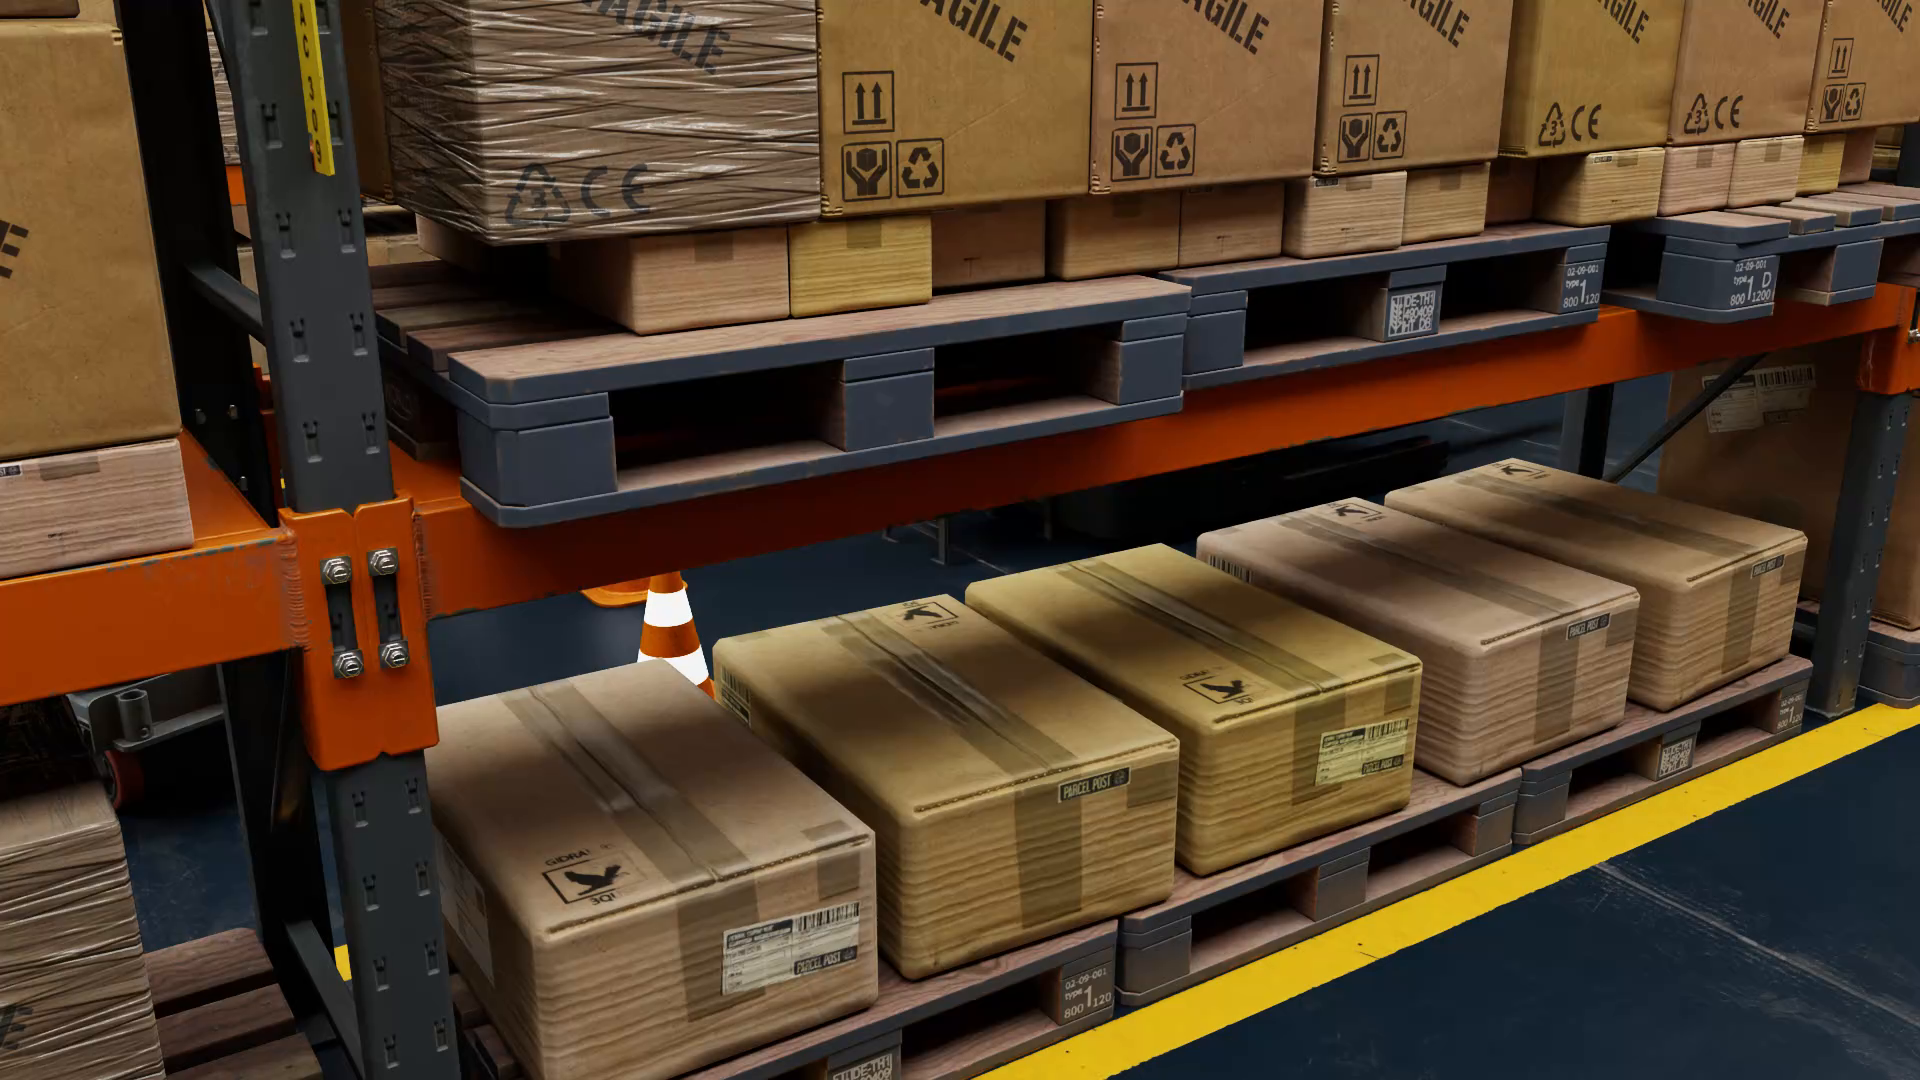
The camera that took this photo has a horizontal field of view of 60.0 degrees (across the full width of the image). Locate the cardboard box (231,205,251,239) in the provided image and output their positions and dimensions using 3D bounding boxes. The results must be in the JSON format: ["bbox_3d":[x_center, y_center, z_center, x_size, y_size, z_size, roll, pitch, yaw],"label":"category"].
[{"bbox_3d":[-5.147,-2.299,11.579,0.500,0.500,0.700,-14,23,-36],"label":"cardboard box"}]

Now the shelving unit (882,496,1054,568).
[{"bbox_3d":[0.027,-0.994,5.907,0.503,2.100,0.431,-13,23,-34],"label":"shelving unit"}]

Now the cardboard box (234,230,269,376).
[{"bbox_3d":[-3.435,-0.917,7.131,0.750,0.750,1.050,-12,22,-32],"label":"cardboard box"}]

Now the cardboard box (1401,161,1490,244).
[{"bbox_3d":[0.849,-0.714,3.410,0.250,0.149,0.380,-13,22,-33],"label":"cardboard box"}]

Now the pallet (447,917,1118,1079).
[{"bbox_3d":[-0.447,0.839,3.433,1.213,0.211,1.003,-12,22,-31],"label":"pallet"}]

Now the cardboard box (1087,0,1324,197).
[{"bbox_3d":[0.291,-0.909,2.975,0.500,0.500,0.500,-12,22,-32],"label":"cardboard box"}]

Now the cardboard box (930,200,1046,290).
[{"bbox_3d":[-0.054,-0.549,2.922,0.250,0.149,0.380,-10,21,-28],"label":"cardboard box"}]

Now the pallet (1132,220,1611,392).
[{"bbox_3d":[0.613,-0.598,3.631,1.213,0.211,1.003,-12,22,-31],"label":"pallet"}]

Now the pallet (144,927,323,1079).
[{"bbox_3d":[-1.638,1.104,2.649,1.213,0.211,1.003,-12,22,-31],"label":"pallet"}]

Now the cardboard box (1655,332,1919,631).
[{"bbox_3d":[2.866,-0.341,5.231,0.875,0.875,0.875,-12,22,-32],"label":"cardboard box"}]

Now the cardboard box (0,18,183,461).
[{"bbox_3d":[-1.331,-0.388,2.088,0.500,0.500,0.500,-13,22,-33],"label":"cardboard box"}]

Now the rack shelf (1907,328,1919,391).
[{"bbox_3d":[3.914,-1.060,5.821,4.000,0.370,1.077,-12,22,-31],"label":"rack shelf"}]

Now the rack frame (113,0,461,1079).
[{"bbox_3d":[-1.097,-0.344,2.580,0.127,3.000,1.000,-12,22,-31],"label":"rack frame"}]

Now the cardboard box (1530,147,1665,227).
[{"bbox_3d":[1.293,-0.791,3.637,0.250,0.149,0.380,-11,22,-30],"label":"cardboard box"}]

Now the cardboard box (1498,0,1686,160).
[{"bbox_3d":[1.170,-1.099,3.534,0.500,0.500,0.500,-14,23,-35],"label":"cardboard box"}]

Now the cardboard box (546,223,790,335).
[{"bbox_3d":[-0.462,-0.437,2.591,0.250,0.149,0.380,-12,22,-31],"label":"cardboard box"}]

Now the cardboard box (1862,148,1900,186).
[{"bbox_3d":[2.791,-0.997,4.744,0.500,0.250,0.500,-12,22,-32],"label":"cardboard box"}]

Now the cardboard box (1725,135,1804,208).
[{"bbox_3d":[1.730,-0.885,3.916,0.250,0.149,0.380,-12,22,-32],"label":"cardboard box"}]

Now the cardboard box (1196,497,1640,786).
[{"bbox_3d":[1.155,0.226,4.340,0.625,0.372,0.950,-12,22,-32],"label":"cardboard box"}]

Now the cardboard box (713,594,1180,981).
[{"bbox_3d":[-0.062,0.481,3.586,0.625,0.372,0.950,-10,21,-28],"label":"cardboard box"}]

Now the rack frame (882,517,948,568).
[{"bbox_3d":[-0.168,-0.947,5.768,0.015,2.100,0.400,-13,23,-34],"label":"rack frame"}]

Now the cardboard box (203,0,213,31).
[{"bbox_3d":[-3.064,-2.352,6.801,0.500,0.500,0.700,-12,22,-32],"label":"cardboard box"}]

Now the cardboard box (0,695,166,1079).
[{"bbox_3d":[-1.443,0.580,2.312,0.500,0.500,0.500,-12,22,-32],"label":"cardboard box"}]

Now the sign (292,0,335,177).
[{"bbox_3d":[-0.792,-0.611,2.016,0.005,0.325,0.100,-12,22,-31],"label":"sign"}]

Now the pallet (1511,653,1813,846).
[{"bbox_3d":[1.590,0.409,4.705,1.213,0.211,1.003,-12,22,-31],"label":"pallet"}]

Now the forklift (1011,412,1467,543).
[{"bbox_3d":[1.444,-1.733,6.794,3.031,2.935,1.130,-13,23,-34],"label":"forklift"}]

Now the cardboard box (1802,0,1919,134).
[{"bbox_3d":[2.017,-1.282,4.076,0.500,0.500,0.500,-13,22,-33],"label":"cardboard box"}]

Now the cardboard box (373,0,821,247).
[{"bbox_3d":[-0.548,-0.738,2.466,0.500,0.500,0.500,-11,22,-30],"label":"cardboard box"}]

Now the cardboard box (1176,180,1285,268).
[{"bbox_3d":[0.392,-0.626,3.151,0.250,0.149,0.380,-12,22,-31],"label":"cardboard box"}]

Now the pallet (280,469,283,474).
[{"bbox_3d":[-3.301,-0.486,7.352,1.213,0.211,1.003,-12,22,-31],"label":"pallet"}]

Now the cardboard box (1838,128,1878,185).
[{"bbox_3d":[2.099,-1.008,4.280,0.250,0.149,0.380,-11,22,-29],"label":"cardboard box"}]

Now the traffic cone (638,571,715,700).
[{"bbox_3d":[-0.831,0.264,4.740,0.334,0.463,0.336,-12,22,-31],"label":"traffic cone"}]

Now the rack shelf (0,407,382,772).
[{"bbox_3d":[-2.767,0.349,1.653,4.000,0.370,1.077,-12,22,-31],"label":"rack shelf"}]
